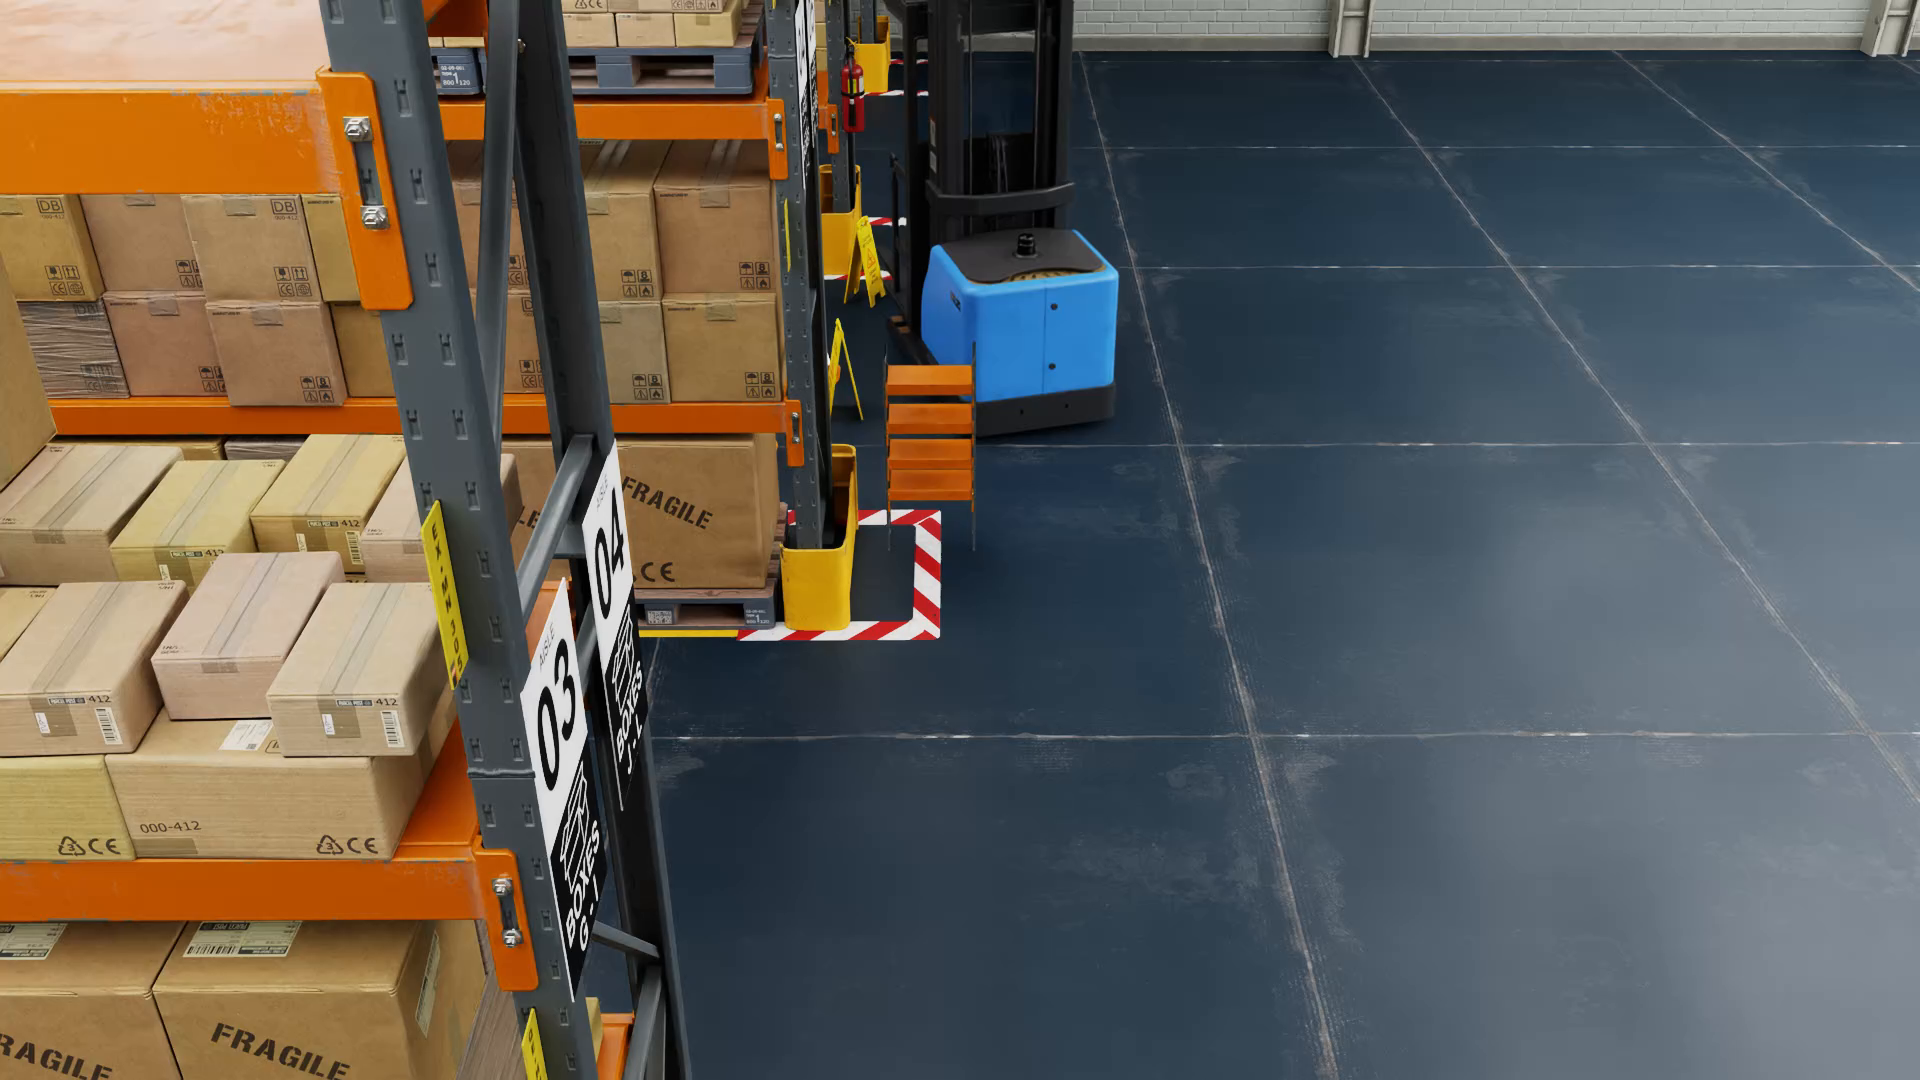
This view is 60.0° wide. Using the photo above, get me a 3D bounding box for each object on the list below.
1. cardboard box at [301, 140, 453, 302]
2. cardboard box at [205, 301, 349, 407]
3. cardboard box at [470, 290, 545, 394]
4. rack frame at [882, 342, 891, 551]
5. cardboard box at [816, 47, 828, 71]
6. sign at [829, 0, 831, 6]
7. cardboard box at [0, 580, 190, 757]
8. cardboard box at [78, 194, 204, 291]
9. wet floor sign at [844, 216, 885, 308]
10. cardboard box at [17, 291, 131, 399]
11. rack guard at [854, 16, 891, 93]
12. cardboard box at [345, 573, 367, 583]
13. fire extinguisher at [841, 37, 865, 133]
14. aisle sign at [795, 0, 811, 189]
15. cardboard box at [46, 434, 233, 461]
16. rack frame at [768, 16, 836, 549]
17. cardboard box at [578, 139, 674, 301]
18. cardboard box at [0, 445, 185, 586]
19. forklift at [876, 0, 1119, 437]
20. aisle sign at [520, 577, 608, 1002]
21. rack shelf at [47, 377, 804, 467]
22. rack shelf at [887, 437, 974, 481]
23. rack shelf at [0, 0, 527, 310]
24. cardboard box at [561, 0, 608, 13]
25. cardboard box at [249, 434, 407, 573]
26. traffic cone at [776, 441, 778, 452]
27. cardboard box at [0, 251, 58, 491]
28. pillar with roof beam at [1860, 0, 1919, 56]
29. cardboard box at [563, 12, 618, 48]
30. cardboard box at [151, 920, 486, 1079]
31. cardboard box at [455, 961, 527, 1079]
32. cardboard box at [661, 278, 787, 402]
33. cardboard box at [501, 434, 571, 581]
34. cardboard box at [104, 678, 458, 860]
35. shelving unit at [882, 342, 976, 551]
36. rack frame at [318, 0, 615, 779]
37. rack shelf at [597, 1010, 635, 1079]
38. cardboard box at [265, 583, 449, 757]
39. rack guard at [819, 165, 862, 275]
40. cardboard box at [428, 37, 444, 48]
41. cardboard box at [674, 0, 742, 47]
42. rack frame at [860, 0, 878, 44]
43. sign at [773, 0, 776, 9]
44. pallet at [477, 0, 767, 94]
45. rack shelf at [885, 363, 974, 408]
[{"bbox_3d":[-2.802,-1.598,8.195,0.500,0.550,0.875,0,31,0],"label":"cardboard box"},{"bbox_3d":[-3.332,-1.116,8.442,0.550,0.550,0.875,0,31,0],"label":"cardboard box"},{"bbox_3d":[-2.273,-1.193,8.569,0.550,0.550,0.875,0,31,0],"label":"cardboard box"},{"bbox_3d":[-0.410,-0.512,9.326,0.015,1.200,0.240,0,31,0],"label":"rack frame"},{"bbox_3d":[-1.424,-5.084,17.372,0.500,0.250,0.500,0,31,0],"label":"cardboard box"},{"bbox_3d":[-0.939,-4.012,11.940,0.005,0.325,0.100,0,31,0],"label":"sign"},{"bbox_3d":[-1.672,0.242,3.217,0.250,0.149,0.380,-1,31,-2],"label":"cardboard box"},{"bbox_3d":[-3.873,-1.662,8.300,0.550,0.550,0.875,0,31,0],"label":"cardboard box"},{"bbox_3d":[-0.726,-2.109,12.494,0.232,0.644,0.267,10,33,17],"label":"wet floor sign"},{"bbox_3d":[-4.423,-1.162,8.518,0.550,0.550,0.875,0,31,0],"label":"cardboard box"},{"bbox_3d":[-0.932,-5.176,17.689,0.348,0.500,1.175,0,31,0],"label":"rack guard"},{"bbox_3d":[-1.346,0.119,3.804,0.500,0.250,0.500,1,31,1],"label":"cardboard box"},{"bbox_3d":[-0.805,-3.398,12.423,0.183,0.674,0.296,0,31,0],"label":"fire extinguisher"},{"bbox_3d":[-0.719,-2.059,7.635,0.004,0.787,0.394,0,31,0],"label":"aisle sign"},{"bbox_3d":[-4.162,-0.327,8.930,0.875,0.875,0.875,0,31,0],"label":"cardboard box"},{"bbox_3d":[-0.791,-1.103,8.565,0.127,3.000,1.000,0,31,0],"label":"rack frame"},{"bbox_3d":[-1.712,-1.598,8.196,0.550,0.550,0.875,0,31,0],"label":"cardboard box"},{"bbox_3d":[-1.924,-0.058,3.712,0.250,0.149,0.380,1,31,2],"label":"cardboard box"},{"bbox_3d":[0.099,-2.661,11.200,1.130,2.935,3.031,-9,32,-14],"label":"forklift"},{"bbox_3d":[-0.799,0.514,3.394,0.004,0.787,0.394,0,31,0],"label":"aisle sign"},{"bbox_3d":[-2.791,-0.789,8.742,4.000,0.370,1.077,0,31,0],"label":"rack shelf"},{"bbox_3d":[-0.166,-0.455,9.362,0.480,0.148,0.258,0,31,0],"label":"rack shelf"},{"bbox_3d":[-2.863,-0.779,2.945,4.000,0.370,1.077,0,31,0],"label":"rack shelf"},{"bbox_3d":[-1.779,-2.523,7.371,0.500,0.250,0.500,0,31,0],"label":"cardboard box"},{"bbox_3d":[-1.399,-0.087,3.759,0.250,0.149,0.380,0,31,1],"label":"cardboard box"},{"bbox_3d":[-1.331,-0.753,10.435,0.334,0.463,0.336,0,31,0],"label":"traffic cone"},{"bbox_3d":[-2.349,-0.331,3.537,0.500,0.500,0.500,0,31,0],"label":"cardboard box"},{"bbox_3d":[10.368,-7.080,12.632,0.400,9.000,9.100,0,31,0],"label":"pillar with roof beam"},{"bbox_3d":[-1.631,-2.322,7.423,0.250,0.149,0.380,0,31,0],"label":"cardboard box"},{"bbox_3d":[-1.411,1.003,3.748,0.500,0.500,0.500,0,31,0],"label":"cardboard box"},{"bbox_3d":[-1.413,1.288,4.242,0.500,0.500,0.875,0,31,0],"label":"cardboard box"},{"bbox_3d":[-1.162,-1.142,8.486,0.550,0.550,0.875,0,31,0],"label":"cardboard box"},{"bbox_3d":[-2.349,-0.334,8.941,0.875,0.875,0.875,-1,31,-1],"label":"cardboard box"},{"bbox_3d":[-1.343,0.385,3.365,0.500,0.250,0.500,1,31,1],"label":"cardboard box"},{"bbox_3d":[-0.166,-0.512,9.327,0.503,1.200,0.258,0,31,0],"label":"shelving unit"},{"bbox_3d":[-0.863,-1.095,2.768,0.127,3.000,1.000,0,31,0],"label":"rack frame"},{"bbox_3d":[-2.863,1.784,4.501,4.000,0.370,1.077,0,31,0],"label":"rack shelf"},{"bbox_3d":[-1.138,0.244,3.213,0.250,0.149,0.380,0,31,0],"label":"cardboard box"},{"bbox_3d":[-0.998,-2.601,13.445,0.348,0.500,1.175,0,31,0],"label":"rack guard"},{"bbox_3d":[-2.392,-2.320,7.420,0.250,0.149,0.380,0,31,0],"label":"cardboard box"},{"bbox_3d":[-1.122,-2.323,7.426,0.250,0.149,0.380,0,31,0],"label":"cardboard box"},{"bbox_3d":[-0.956,-6.245,17.040,0.127,3.000,1.000,0,31,0],"label":"rack frame"},{"bbox_3d":[-0.802,-2.449,7.114,0.005,0.325,0.100,0,31,0],"label":"sign"},{"bbox_3d":[-1.533,-2.340,7.797,1.213,0.211,1.003,0,31,0],"label":"pallet"},{"bbox_3d":[-0.166,-0.848,9.123,0.480,0.148,0.258,0,31,0],"label":"rack shelf"}]
